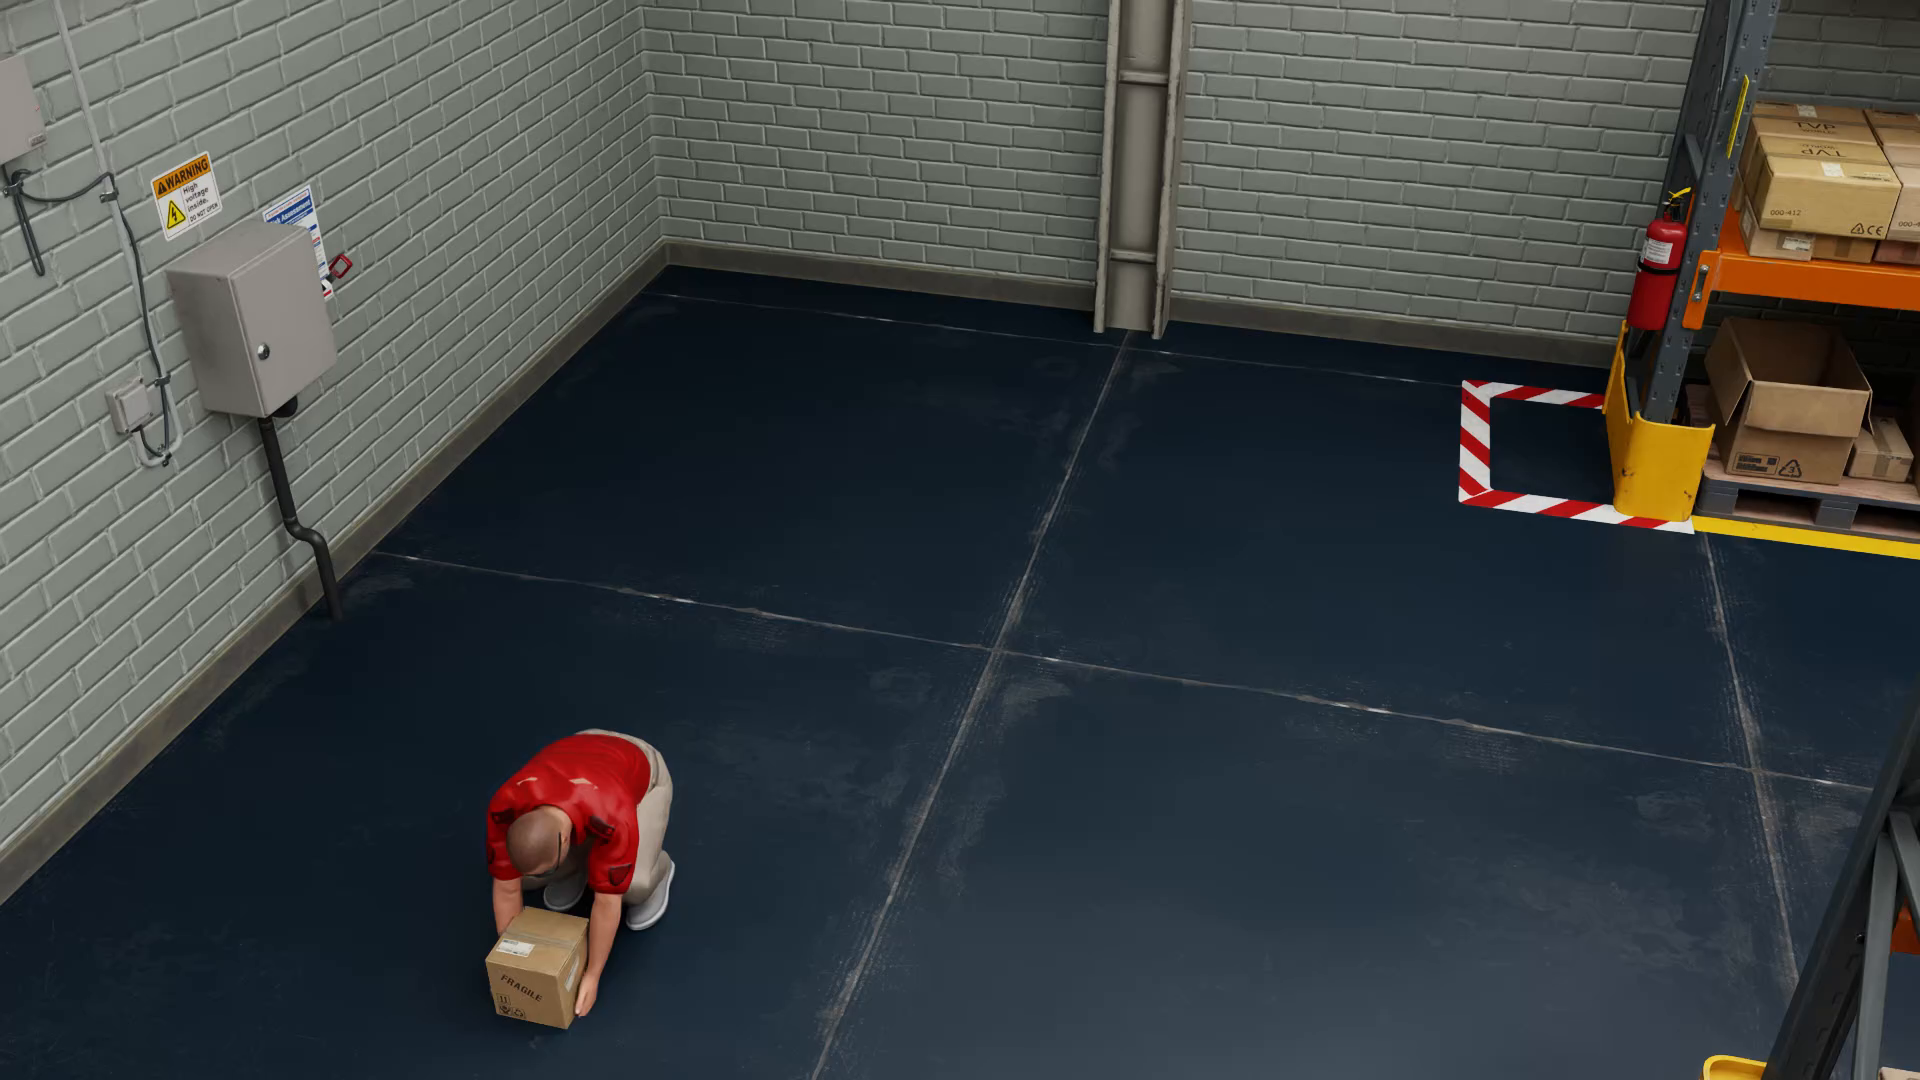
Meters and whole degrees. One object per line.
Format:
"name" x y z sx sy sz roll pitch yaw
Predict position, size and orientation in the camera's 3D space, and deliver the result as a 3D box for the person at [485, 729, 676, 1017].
"person" -1.252 1.004 5.506 0.546 0.854 0.882 8 33 12
